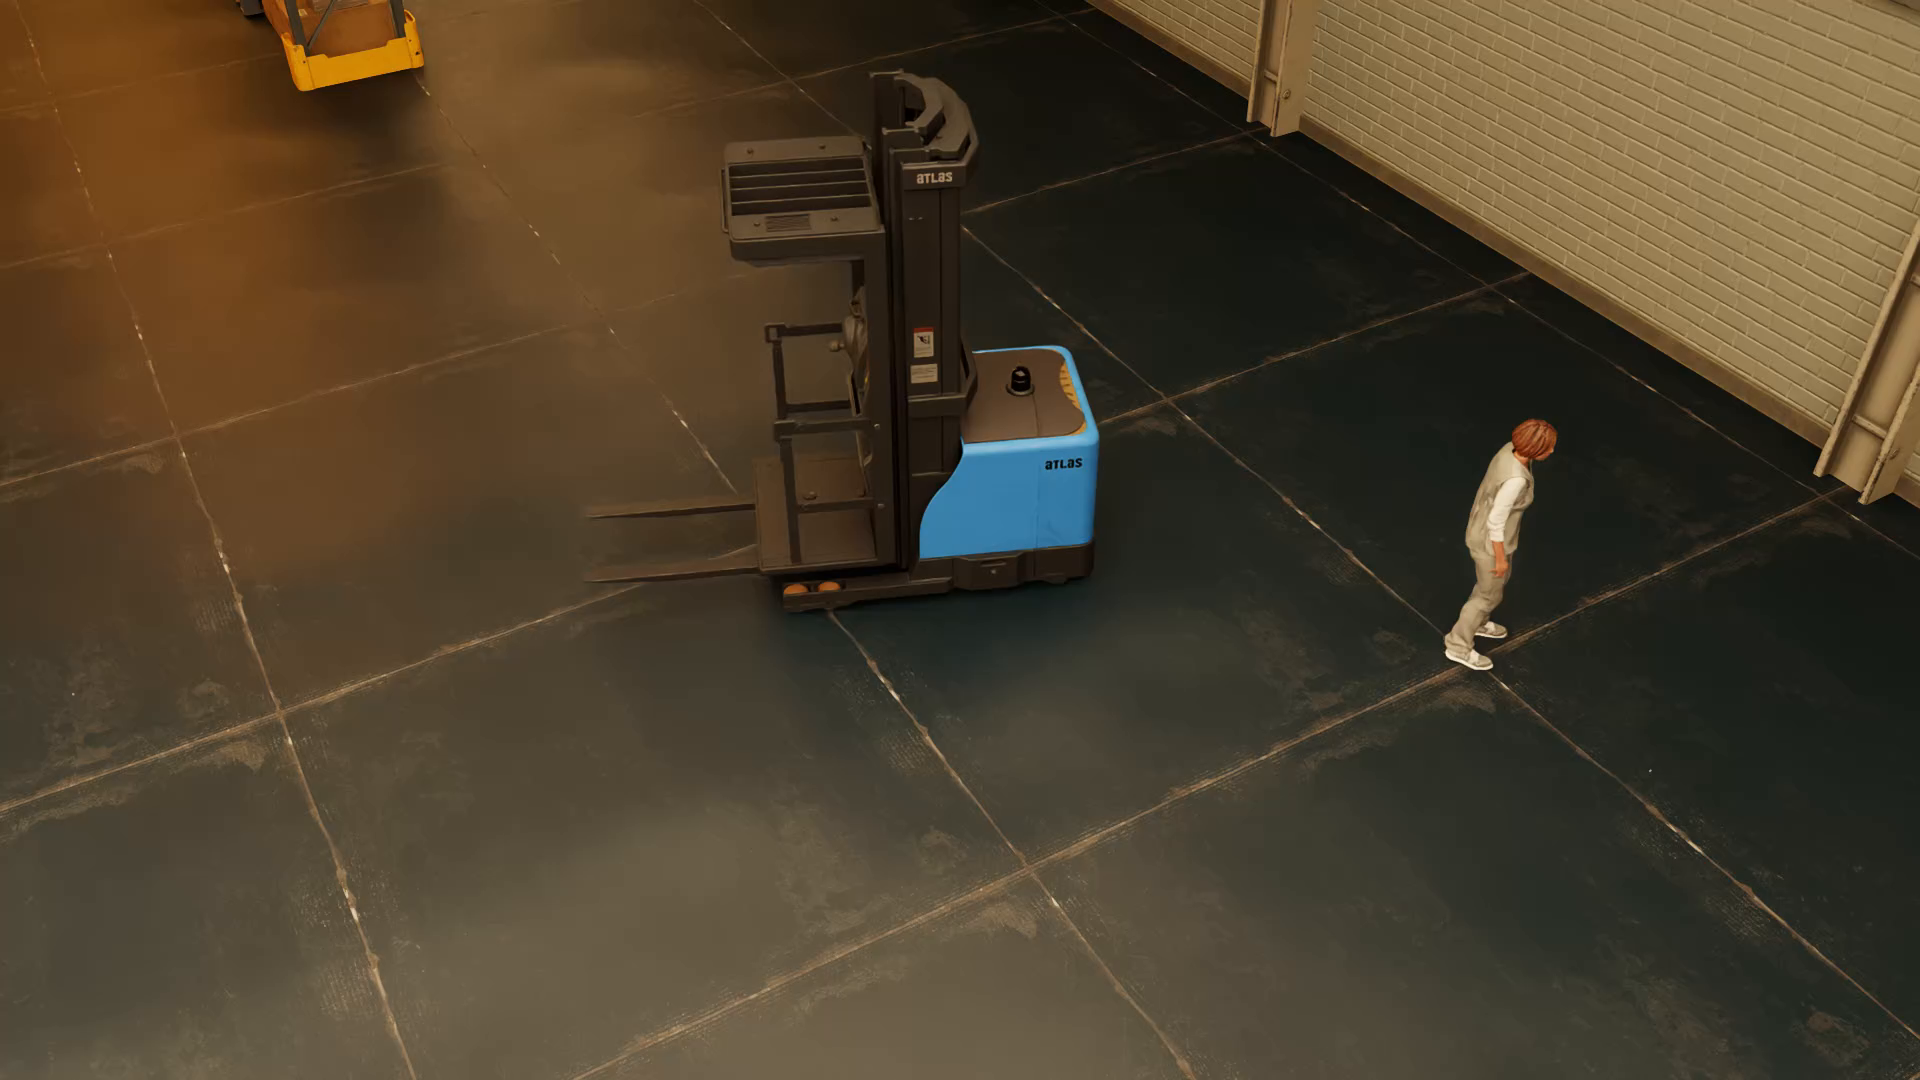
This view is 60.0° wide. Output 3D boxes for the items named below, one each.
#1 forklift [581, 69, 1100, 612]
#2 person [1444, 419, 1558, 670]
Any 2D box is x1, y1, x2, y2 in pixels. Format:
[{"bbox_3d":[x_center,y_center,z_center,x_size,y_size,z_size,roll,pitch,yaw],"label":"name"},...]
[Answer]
[{"bbox_3d":[-0.753,-1.062,9.316,3.031,2.935,1.130,-5,40,-6],"label":"forklift"},{"bbox_3d":[2.951,0.004,9.089,0.369,1.600,0.469,12,41,14],"label":"person"}]
